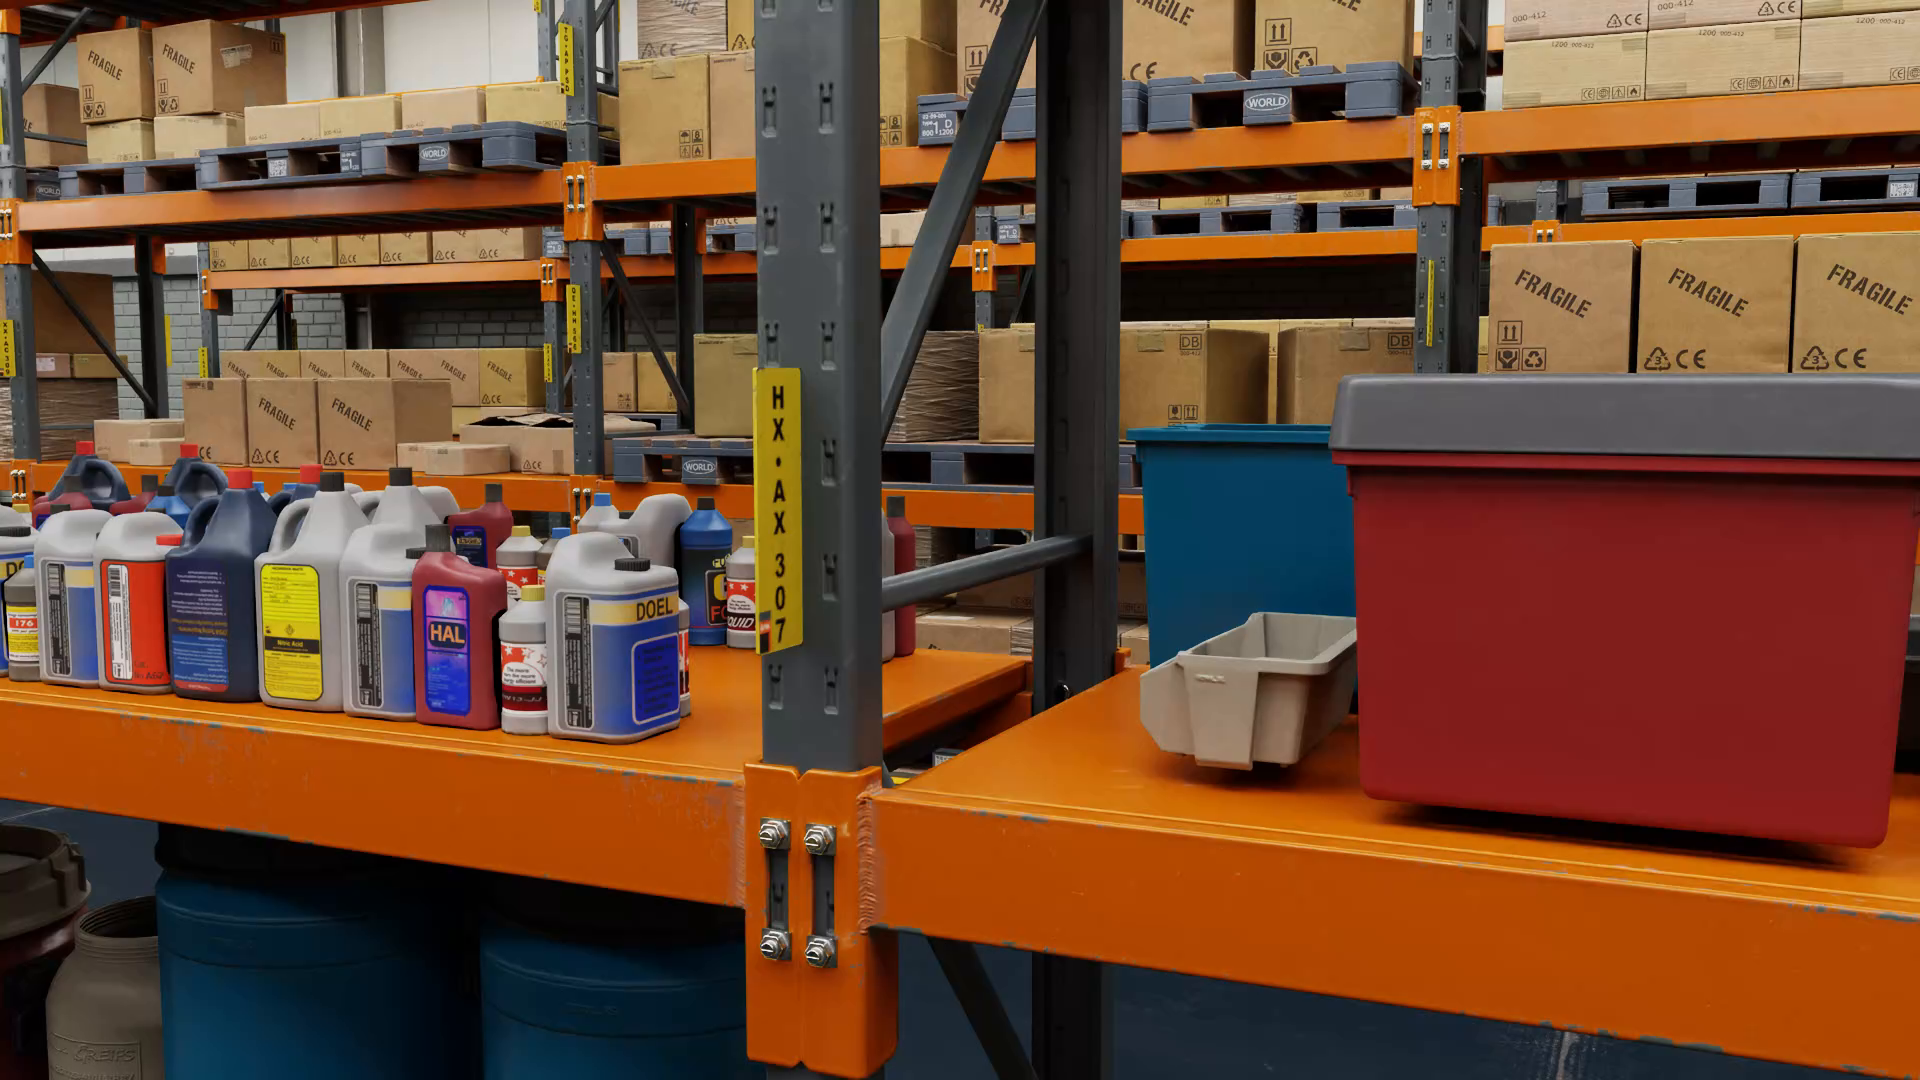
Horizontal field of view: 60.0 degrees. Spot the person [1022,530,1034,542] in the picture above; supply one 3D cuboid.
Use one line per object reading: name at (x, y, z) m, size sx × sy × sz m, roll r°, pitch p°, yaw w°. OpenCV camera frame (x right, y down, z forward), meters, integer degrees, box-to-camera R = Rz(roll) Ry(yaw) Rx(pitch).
person at (0.673, -0.137, 10.817) m, size 0.607 × 1.780 × 0.449 m, roll 2°, pitch 6°, yaw 24°
